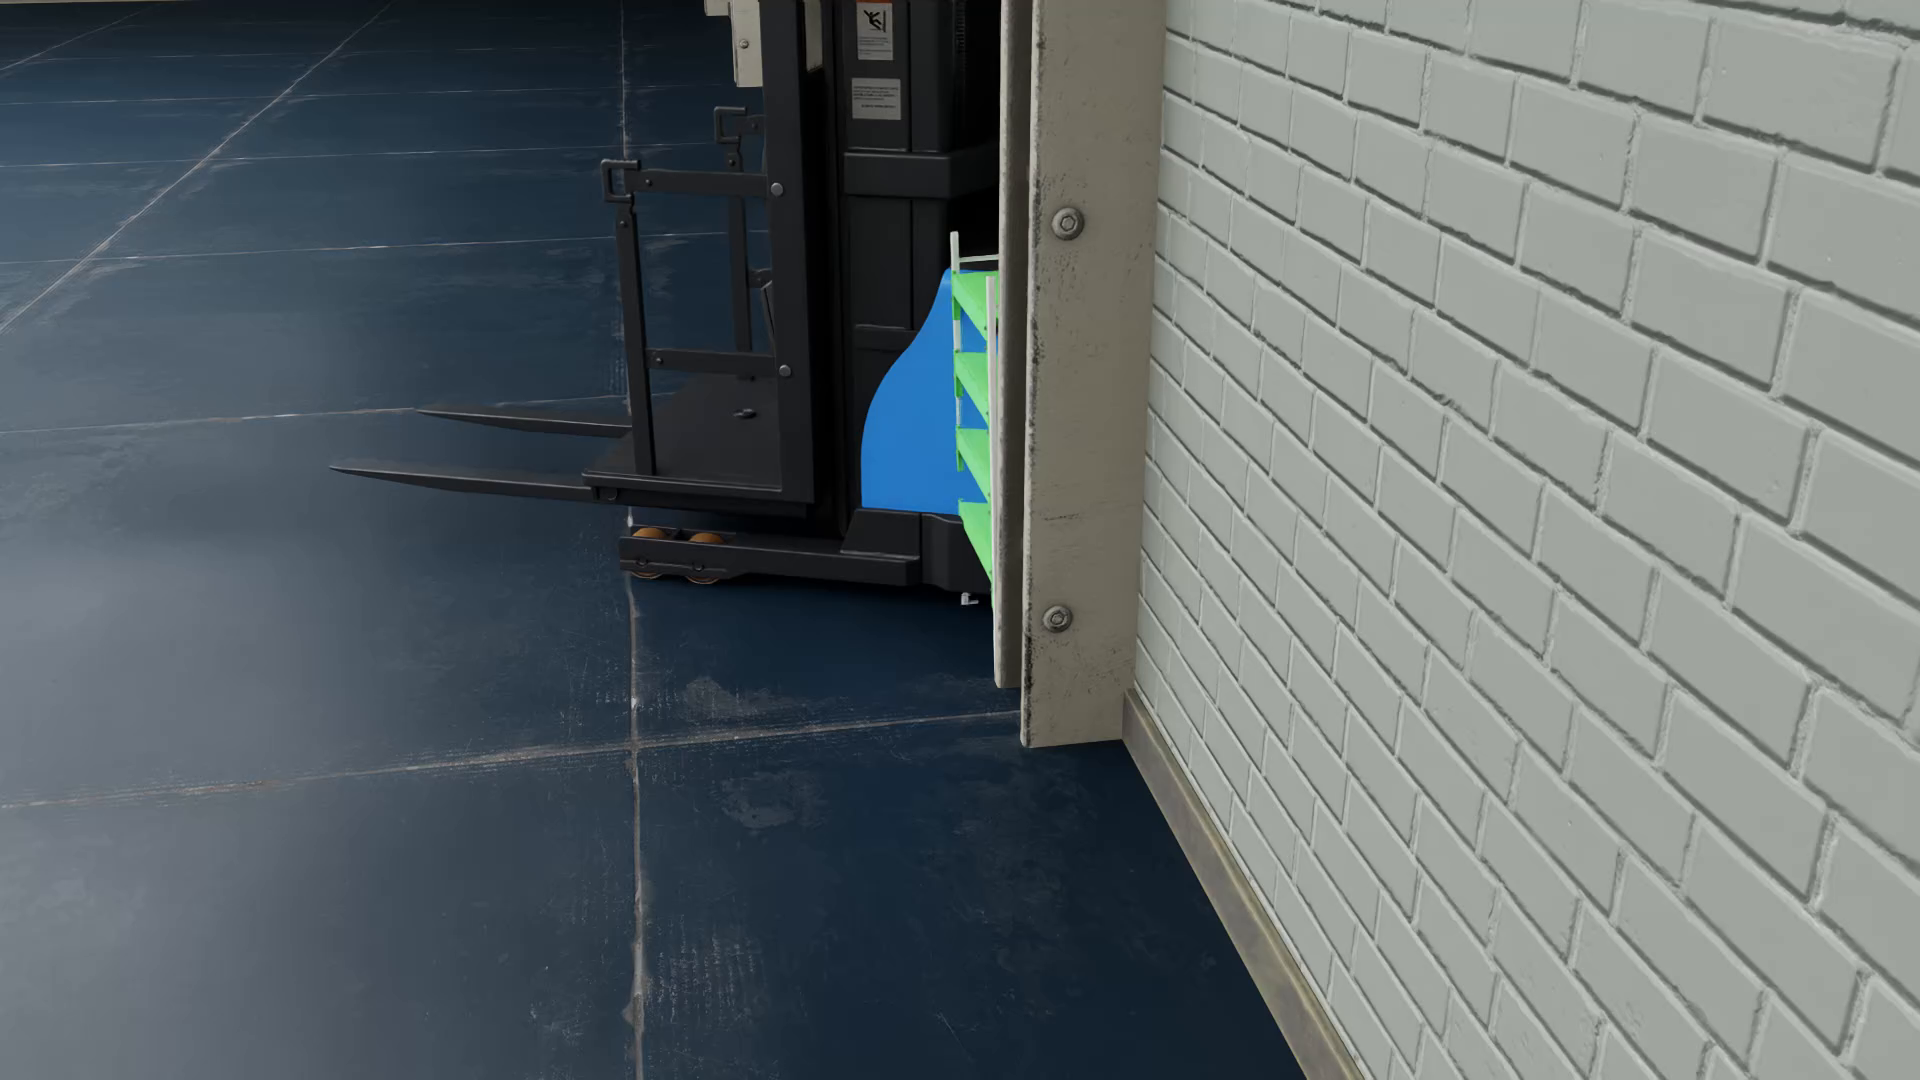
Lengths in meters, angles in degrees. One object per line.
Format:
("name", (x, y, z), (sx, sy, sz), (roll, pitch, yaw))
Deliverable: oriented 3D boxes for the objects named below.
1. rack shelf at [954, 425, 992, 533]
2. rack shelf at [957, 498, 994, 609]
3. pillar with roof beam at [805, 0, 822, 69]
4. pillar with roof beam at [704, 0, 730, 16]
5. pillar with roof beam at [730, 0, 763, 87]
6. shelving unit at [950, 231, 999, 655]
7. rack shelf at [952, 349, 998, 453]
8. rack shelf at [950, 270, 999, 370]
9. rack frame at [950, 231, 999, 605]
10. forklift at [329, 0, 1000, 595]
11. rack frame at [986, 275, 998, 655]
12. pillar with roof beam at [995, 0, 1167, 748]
("rack shelf", (0.158, -0.197, 4.865), (0.258, 0.148, 0.480), (-6, 25, -10))
("rack shelf", (0.165, 0.021, 4.965), (0.258, 0.148, 0.480), (-6, 25, -10))
("pillar with roof beam", (-5.052, -5.695, 7.547), (9.100, 9.000, 0.400), (-4, 24, -10))
("pillar with roof beam", (-7.271, -10.415, 18.354), (9.100, 9.000, 0.400), (-4, 24, -10))
("pillar with roof beam", (-6.162, -8.055, 12.950), (9.100, 9.000, 0.400), (-4, 24, -10))
("shelving unit", (0.156, -0.255, 4.838), (0.258, 1.200, 0.503), (-6, 25, -10))
("rack shelf", (0.151, -0.415, 4.765), (0.258, 0.148, 0.480), (-6, 25, -10))
("rack shelf", (0.145, -0.633, 4.665), (0.258, 0.148, 0.480), (-6, 25, -10))
("rack frame", (0.108, -0.353, 5.056), (0.240, 1.200, 0.015), (-6, 25, -10))
("forklift", (-0.645, -1.398, 5.288), (3.031, 2.935, 1.130), (5, 24, 11))
("rack frame", (0.205, -0.156, 4.621), (0.240, 1.200, 0.015), (-6, 25, -10))
("pillar with roof beam", (-3.943, -3.335, 2.143), (9.100, 9.000, 0.400), (-4, 24, -10))
